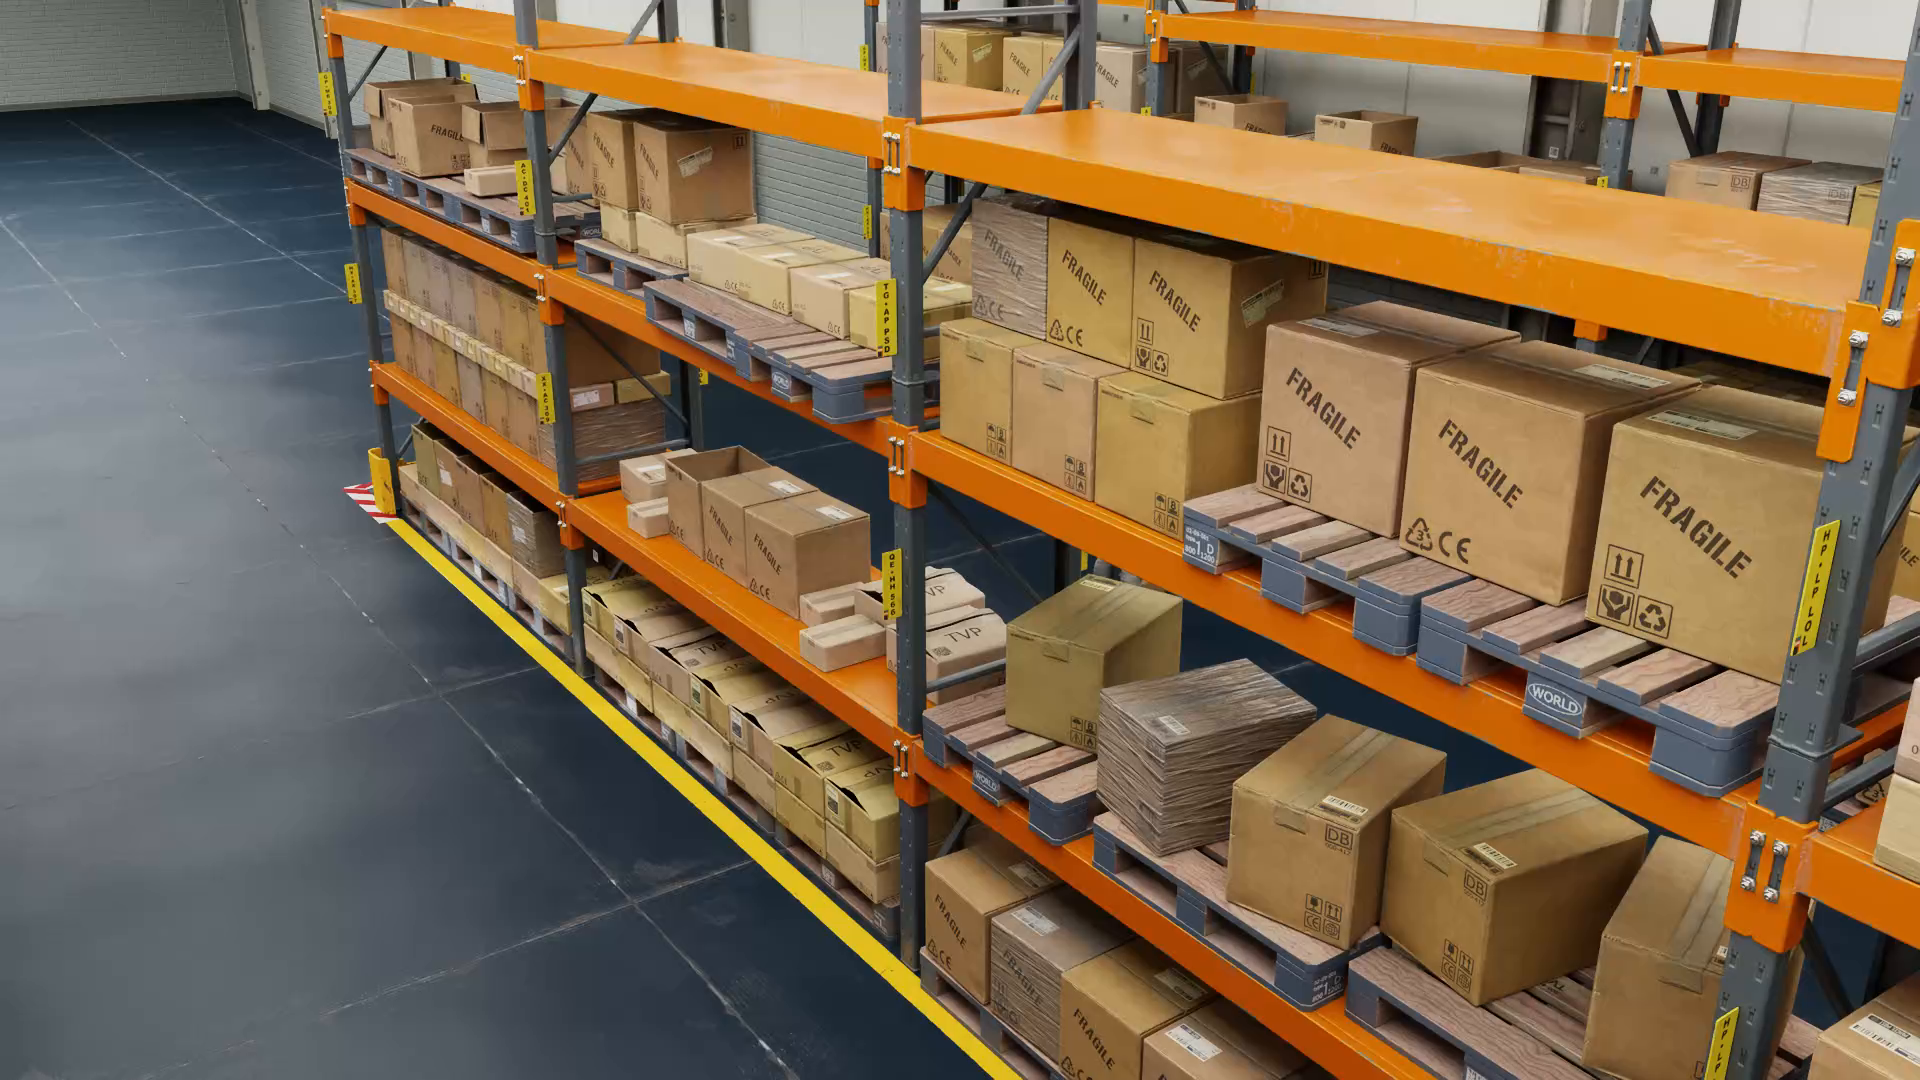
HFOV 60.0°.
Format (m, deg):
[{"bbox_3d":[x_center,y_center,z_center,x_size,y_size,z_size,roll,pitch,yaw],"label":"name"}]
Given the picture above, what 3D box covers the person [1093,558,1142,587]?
[{"bbox_3d":[1.167,-0.233,11.962,0.469,1.666,0.563,-17,27,-36],"label":"person"}]
